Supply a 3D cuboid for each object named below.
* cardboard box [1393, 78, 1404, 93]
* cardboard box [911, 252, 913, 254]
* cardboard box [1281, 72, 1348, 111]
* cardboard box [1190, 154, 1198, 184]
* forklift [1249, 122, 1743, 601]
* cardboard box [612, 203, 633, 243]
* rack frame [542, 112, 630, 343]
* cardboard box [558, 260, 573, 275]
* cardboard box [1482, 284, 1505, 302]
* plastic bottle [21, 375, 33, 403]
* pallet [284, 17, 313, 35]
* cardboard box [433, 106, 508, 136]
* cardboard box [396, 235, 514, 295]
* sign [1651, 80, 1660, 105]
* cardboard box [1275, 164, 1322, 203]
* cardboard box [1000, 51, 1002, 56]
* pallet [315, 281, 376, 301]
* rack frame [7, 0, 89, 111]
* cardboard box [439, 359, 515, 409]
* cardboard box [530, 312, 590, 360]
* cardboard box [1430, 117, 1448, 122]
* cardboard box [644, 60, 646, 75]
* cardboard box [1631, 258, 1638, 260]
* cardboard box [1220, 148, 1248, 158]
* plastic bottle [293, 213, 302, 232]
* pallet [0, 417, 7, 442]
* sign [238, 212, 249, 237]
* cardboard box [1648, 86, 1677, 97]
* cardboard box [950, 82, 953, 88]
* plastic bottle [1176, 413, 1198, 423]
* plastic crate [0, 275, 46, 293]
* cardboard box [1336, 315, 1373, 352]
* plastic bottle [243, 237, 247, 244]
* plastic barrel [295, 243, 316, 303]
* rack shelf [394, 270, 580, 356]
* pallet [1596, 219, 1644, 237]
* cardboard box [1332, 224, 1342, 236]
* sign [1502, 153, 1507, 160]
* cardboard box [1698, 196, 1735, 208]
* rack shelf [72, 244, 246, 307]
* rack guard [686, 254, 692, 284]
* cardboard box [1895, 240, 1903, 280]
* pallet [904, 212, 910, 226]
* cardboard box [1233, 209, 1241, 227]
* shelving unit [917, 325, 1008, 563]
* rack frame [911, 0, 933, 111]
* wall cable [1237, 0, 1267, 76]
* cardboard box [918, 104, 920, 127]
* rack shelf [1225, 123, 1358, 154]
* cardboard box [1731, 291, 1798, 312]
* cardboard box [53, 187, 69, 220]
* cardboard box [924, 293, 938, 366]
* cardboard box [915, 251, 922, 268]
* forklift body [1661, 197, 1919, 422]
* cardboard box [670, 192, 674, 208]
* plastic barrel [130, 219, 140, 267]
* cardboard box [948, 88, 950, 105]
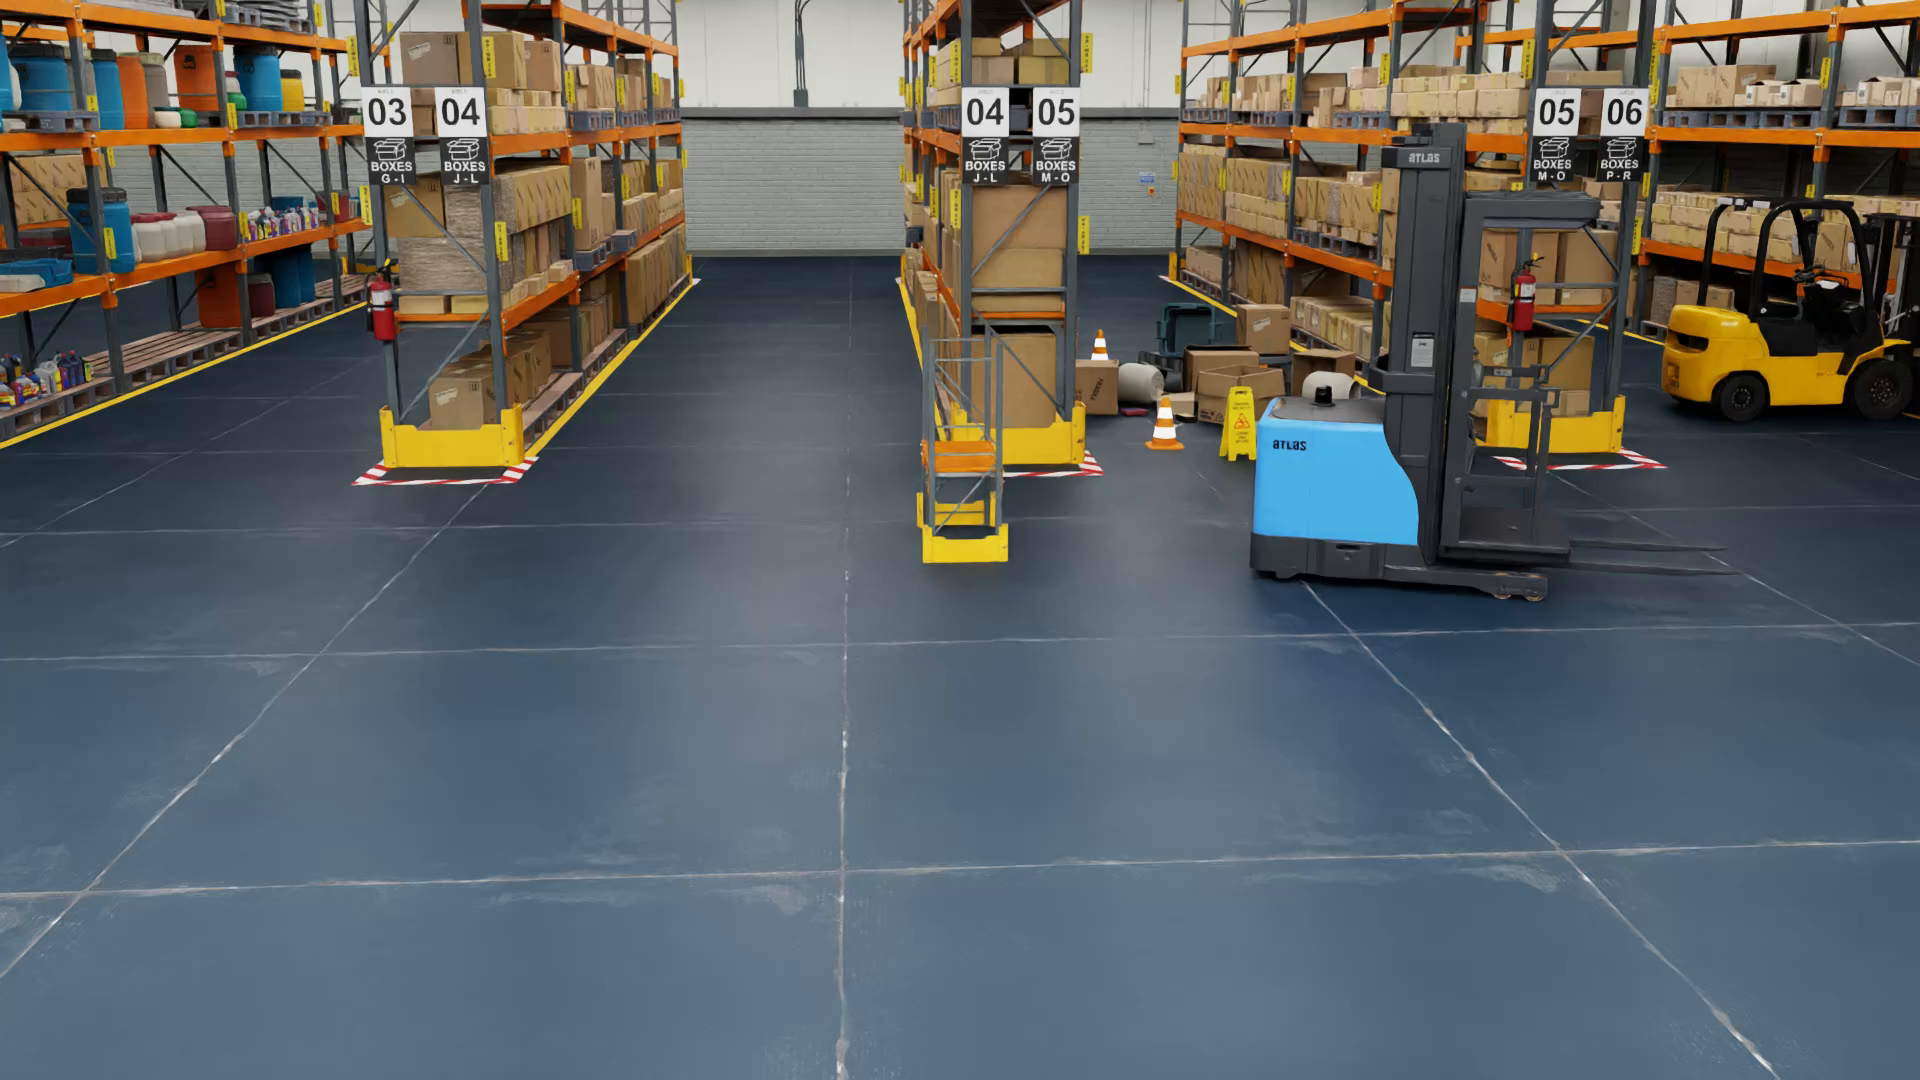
[{"bbox_3d":[4.889,-4.895,17.917,0.380,0.149,0.250,-1,14,-4],"label":"cardboard box"},{"bbox_3d":[-0.658,-4.859,28.575,0.380,0.149,0.250,0,14,-1],"label":"cardboard box"},{"bbox_3d":[4.774,-6.054,22.465,0.797,0.503,0.637,-2,15,-7],"label":"cardboard box"},{"bbox_3d":[4.276,-6.398,28.668,0.500,0.500,0.500,-1,14,-4],"label":"cardboard box"},{"bbox_3d":[3.500,-1.179,10.726,3.031,2.935,1.130,4,15,15],"label":"forklift"},{"bbox_3d":[-4.702,-4.277,22.428,0.500,0.500,0.500,0,14,-2],"label":"cardboard box"},{"bbox_3d":[-4.943,-4.103,21.954,1.000,3.000,0.127,-1,14,-3],"label":"rack frame"},{"bbox_3d":[-4.389,-2.938,17.929,0.380,0.149,0.250,-1,14,-3],"label":"cardboard box"},{"bbox_3d":[5.080,-2.296,15.434,0.380,0.149,0.250,-1,14,-4],"label":"cardboard box"},{"bbox_3d":[-9.220,-1.495,16.409,0.097,0.271,0.097,0,14,0],"label":"plastic bottle"},{"bbox_3d":[-10.053,-7.437,24.052,1.003,0.211,1.213,-1,14,-3],"label":"pallet"},{"bbox_3d":[-4.219,-3.618,14.348,0.500,0.250,0.500,0,14,-2],"label":"cardboard box"},{"bbox_3d":[-4.454,-2.443,14.705,0.875,0.500,0.500,-1,14,-3],"label":"cardboard box"},{"bbox_3d":[9.360,-6.029,22.382,0.100,0.325,0.005,-1,14,-3],"label":"sign"},{"bbox_3d":[4.655,-4.913,22.896,0.500,0.500,0.500,-1,14,-5],"label":"cardboard box"},{"bbox_3d":[0.618,-4.980,17.203,0.380,0.149,0.250,-1,14,-4],"label":"cardboard box"},{"bbox_3d":[-10.297,-4.158,27.762,1.003,0.211,1.213,-1,14,-3],"label":"pallet"},{"bbox_3d":[-9.639,-5.937,17.043,1.000,3.000,0.127,-1,14,-3],"label":"rack frame"},{"bbox_3d":[-4.541,-1.410,15.661,0.500,0.500,0.500,3,15,11],"label":"cardboard box"},{"bbox_3d":[-4.723,-2.383,19.402,0.700,0.500,0.500,-1,14,-4],"label":"cardboard box"},{"bbox_3d":[4.962,-4.189,16.773,0.380,0.149,0.250,-1,14,-5],"label":"cardboard box"},{"bbox_3d":[-5.324,-7.706,27.190,0.500,0.250,0.500,-1,14,-5],"label":"cardboard box"},{"bbox_3d":[10.073,-4.164,25.062,0.380,0.149,0.250,-1,15,-6],"label":"cardboard box"},{"bbox_3d":[4.363,-6.170,26.476,0.380,0.149,0.250,-1,14,-5],"label":"cardboard box"},{"bbox_3d":[-9.734,-4.652,24.337,0.152,0.276,0.135,-1,14,-3],"label":"plastic bottle"},{"bbox_3d":[-9.488,-0.907,15.128,1.003,0.211,1.213,-1,14,-3],"label":"pallet"},{"bbox_3d":[-9.338,-4.116,21.677,0.100,0.325,0.005,-1,14,-3],"label":"sign"},{"bbox_3d":[9.585,-6.132,22.723,0.380,0.149,0.250,0,14,-2],"label":"cardboard box"},{"bbox_3d":[0.170,-4.183,14.905,0.500,0.250,0.500,-1,14,-3],"label":"cardboard box"},{"bbox_3d":[2.253,-1.227,16.672,0.133,0.061,0.283,-6,16,-23],"label":"plastic bottle"},{"bbox_3d":[-9.285,-2.504,16.269,0.530,0.136,0.437,-1,14,-3],"label":"plastic crate"},{"bbox_3d":[5.113,-2.501,20.159,0.950,0.372,0.625,0,14,0],"label":"cardboard box"},{"bbox_3d":[-9.591,-4.079,22.110,0.152,0.276,0.135,-1,14,-3],"label":"plastic bottle"},{"bbox_3d":[-10.118,-4.073,25.206,0.600,0.901,0.708,-1,14,-3],"label":"plastic barrel"},{"bbox_3d":[-4.572,-2.263,16.245,1.077,0.370,4.000,-1,14,-3],"label":"rack shelf"},{"bbox_3d":[9.790,-4.408,23.525,1.213,0.211,1.003,-1,14,-3],"label":"pallet"},{"bbox_3d":[4.834,-3.852,20.638,0.380,0.149,0.250,0,14,-2],"label":"cardboard box"},{"bbox_3d":[9.961,-7.041,30.414,0.100,0.325,0.005,-1,14,-3],"label":"sign"},{"bbox_3d":[9.761,-4.356,21.434,0.380,0.149,0.250,-1,14,-3],"label":"cardboard box"},{"bbox_3d":[-9.763,-3.181,19.814,1.077,0.370,4.000,-1,14,-3],"label":"rack shelf"},{"bbox_3d":[-5.440,-4.888,30.022,1.175,0.500,0.348,-1,14,-3],"label":"rack guard"},{"bbox_3d":[10.008,-2.892,17.048,0.500,0.500,0.500,-1,14,-3],"label":"cardboard box"},{"bbox_3d":[-0.332,-4.864,25.297,1.003,0.211,1.213,-1,14,-3],"label":"pallet"},{"bbox_3d":[4.497,-4.936,25.493,0.500,0.250,0.500,-1,14,-5],"label":"cardboard box"},{"bbox_3d":[0.005,-0.707,11.766,0.587,1.500,1.083,-1,14,-3],"label":"shelving unit"},{"bbox_3d":[-0.234,-8.055,25.273,1.000,3.000,0.127,-1,14,-3],"label":"rack frame"},{"bbox_3d":[7.352,-10.624,35.184,2.988,3.039,0.133,-1,14,-3],"label":"wall cable"},{"bbox_3d":[-0.320,-5.918,22.787,0.500,0.500,0.500,-1,14,-3],"label":"cardboard box"},{"bbox_3d":[4.824,-5.858,24.198,1.077,0.370,4.000,-1,14,-3],"label":"rack shelf"},{"bbox_3d":[10.066,-2.715,20.482,0.875,0.625,0.625,-1,14,-4],"label":"cardboard box"},{"bbox_3d":[-14.935,-5.504,27.197,0.500,0.500,0.500,-1,14,-4],"label":"cardboard box"},{"bbox_3d":[0.133,-2.427,19.111,1.050,0.750,0.750,-1,14,-4],"label":"cardboard box"},{"bbox_3d":[-0.417,-4.185,24.942,0.500,0.250,0.500,0,14,-2],"label":"cardboard box"},{"bbox_3d":[8.459,-2.377,16.947,2.313,2.155,1.214,-1,14,-3],"label":"forklift body"},{"bbox_3d":[-5.045,-5.666,27.731,0.500,0.250,0.500,-1,14,-3],"label":"cardboard box"},{"bbox_3d":[-9.479,-3.339,18.712,0.433,0.535,0.433,0,14,0],"label":"plastic barrel"},{"bbox_3d":[0.087,-4.079,15.300,0.380,0.149,0.250,-1,14,-4],"label":"cardboard box"}]
